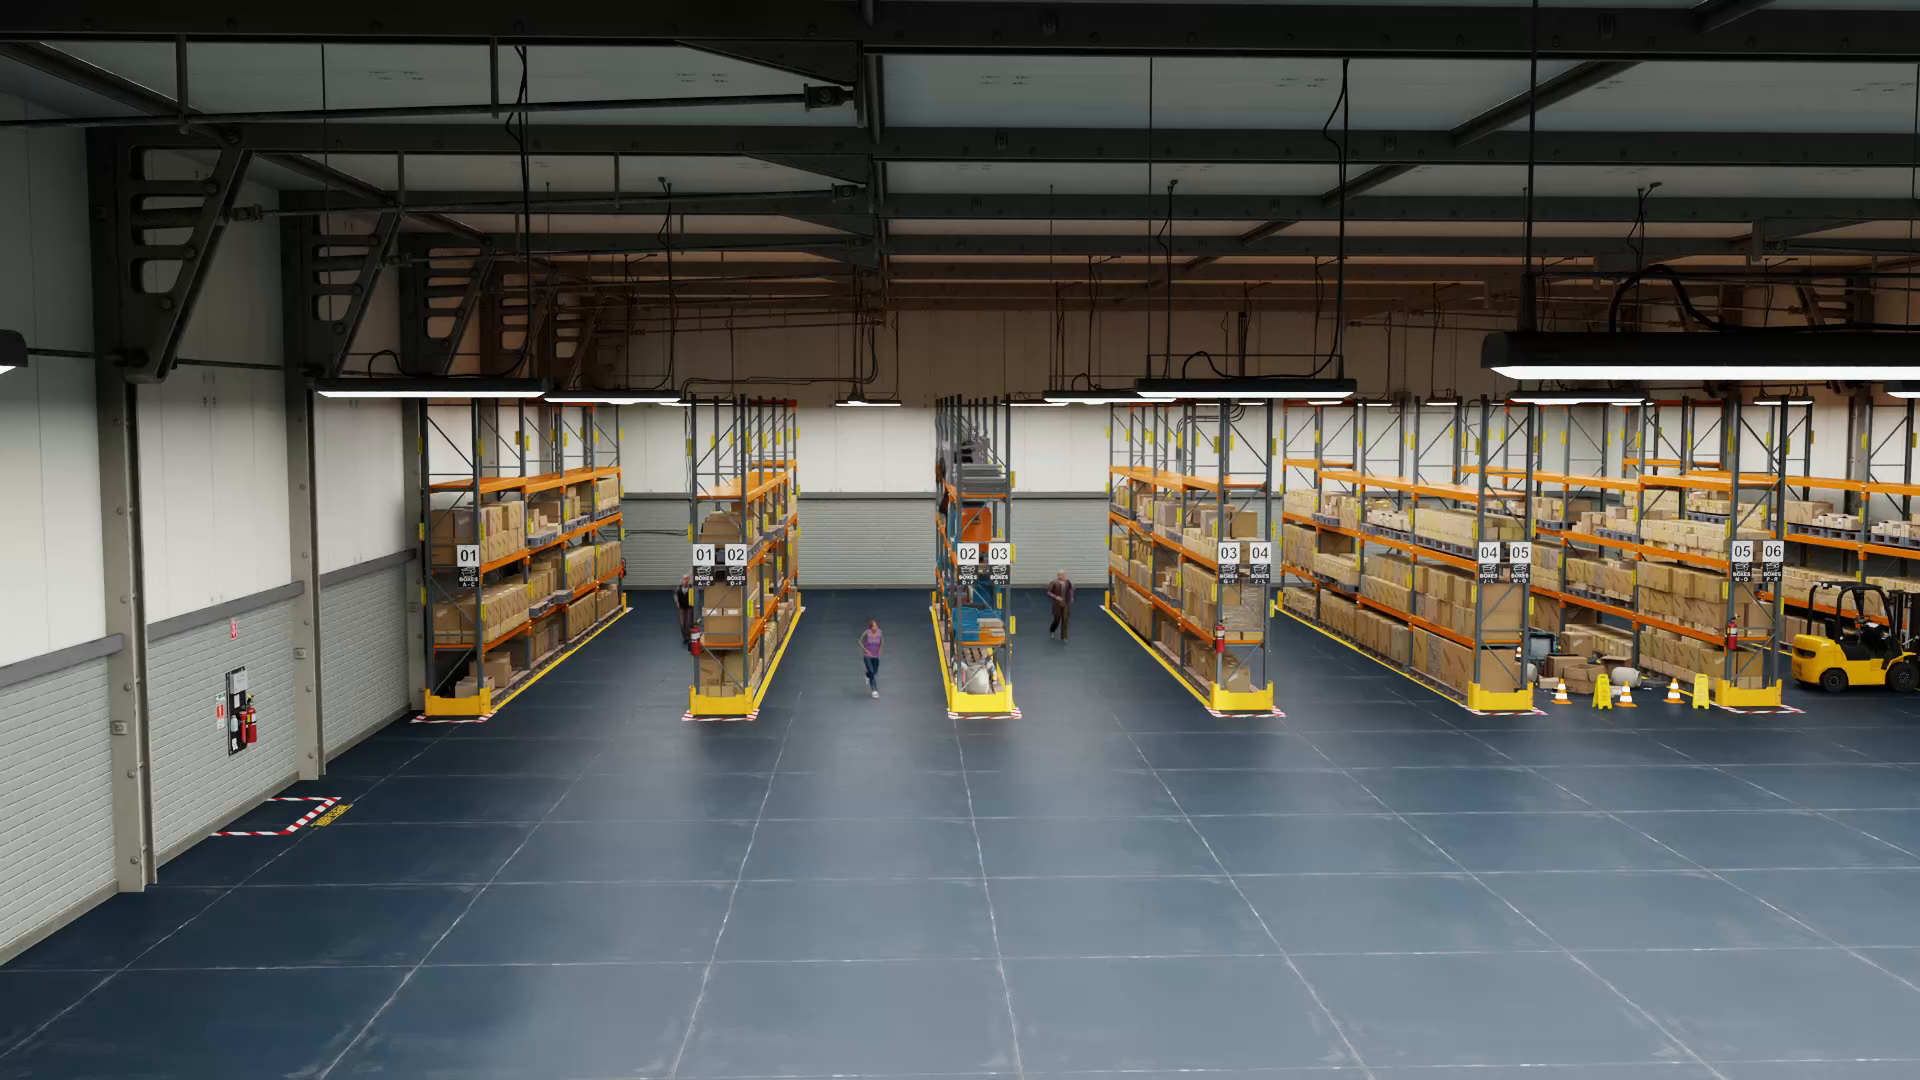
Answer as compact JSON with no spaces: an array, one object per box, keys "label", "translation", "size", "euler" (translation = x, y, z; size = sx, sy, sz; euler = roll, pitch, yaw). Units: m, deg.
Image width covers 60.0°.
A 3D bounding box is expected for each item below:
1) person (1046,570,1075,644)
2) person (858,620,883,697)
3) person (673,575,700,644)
[{"label":"person","translation":[2.468,1.619,40.883],"size":[0.733,1.791,0.925],"euler":[-1,5,-16]},{"label":"person","translation":[-1.804,2.343,33.347],"size":[0.529,1.553,0.753],"euler":[-1,5,-17]},{"label":"person","translation":[-6.708,1.688,40.750],"size":[0.661,1.682,0.585],"euler":[0,5,3]}]
